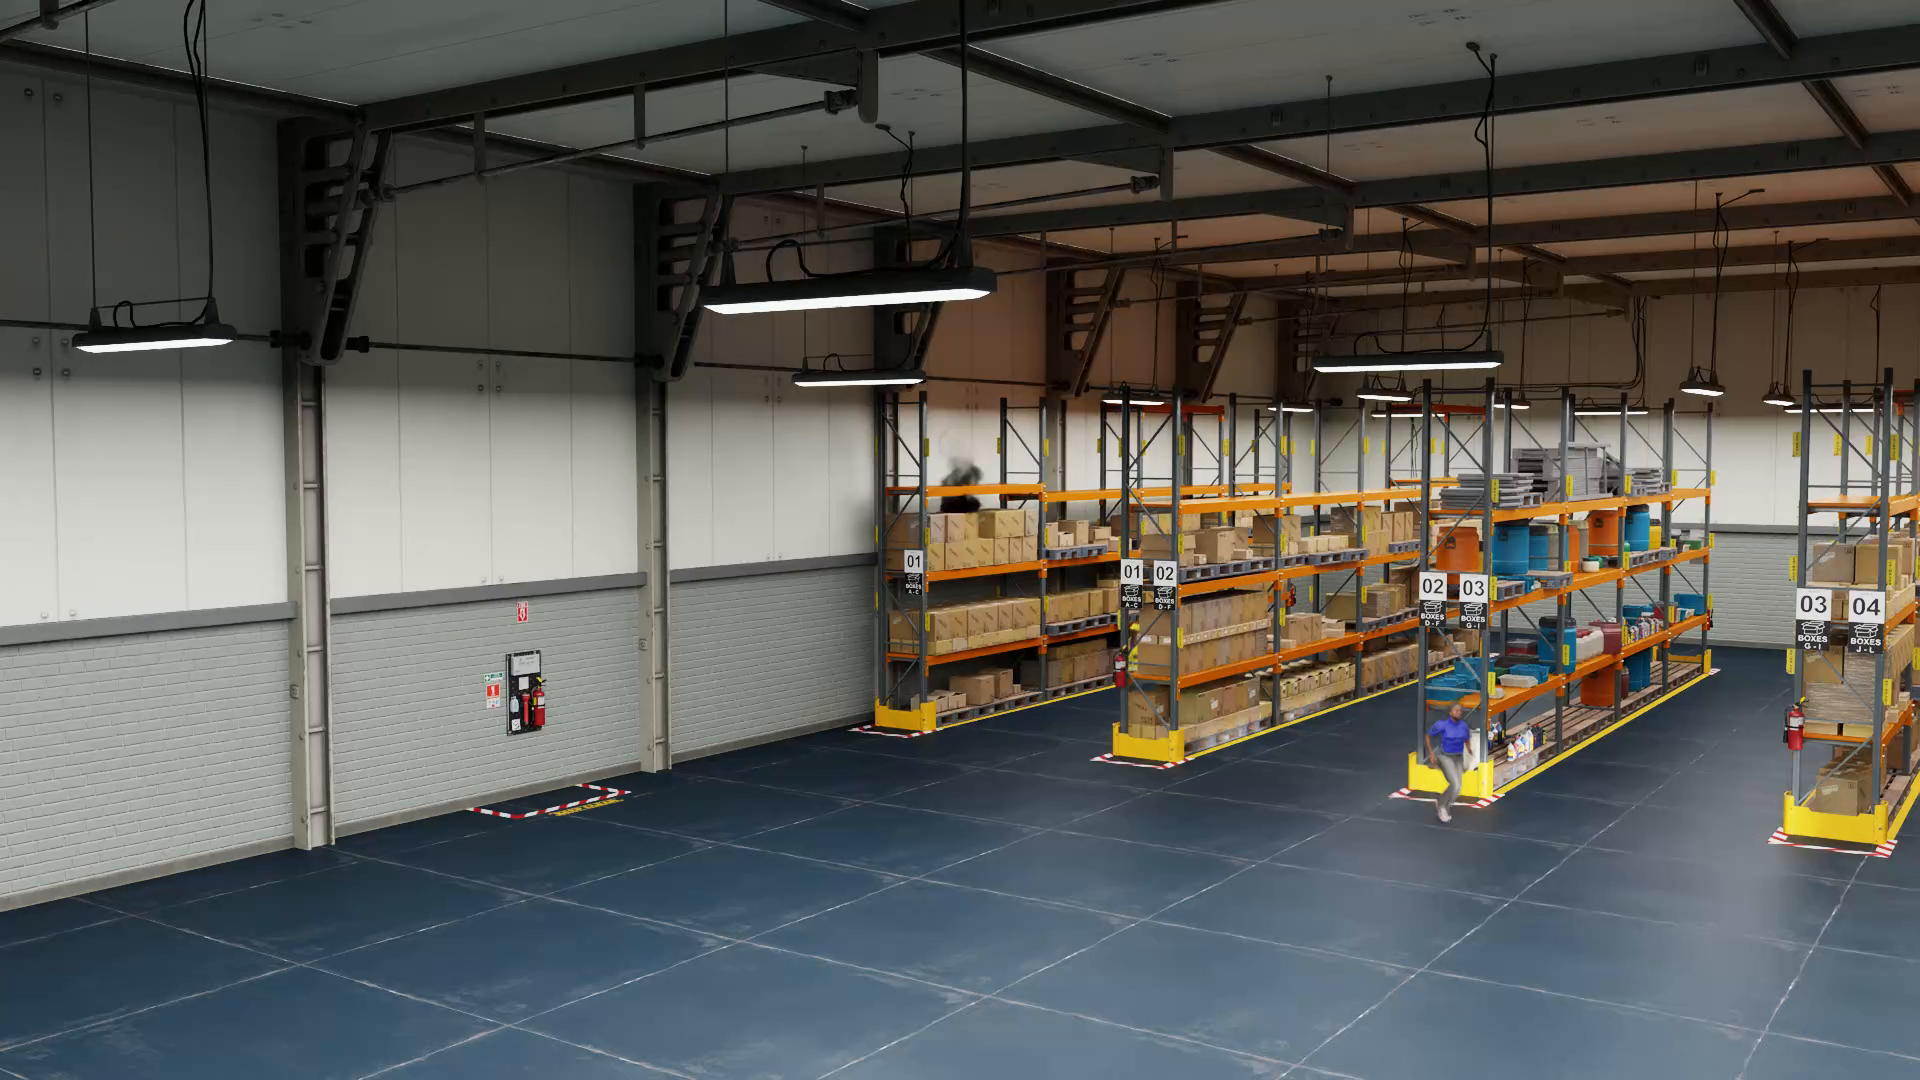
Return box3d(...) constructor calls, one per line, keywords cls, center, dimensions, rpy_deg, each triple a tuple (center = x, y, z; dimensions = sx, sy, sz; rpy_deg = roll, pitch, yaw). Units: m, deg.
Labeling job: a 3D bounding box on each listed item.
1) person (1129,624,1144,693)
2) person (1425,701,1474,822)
box3d(cls="person", center=(3.170, 2.420, 30.302), dimensions=(0.682, 1.803, 0.879), rpy_deg=(1, 3, 23))
box3d(cls="person", center=(6.543, 2.952, 22.089), dimensions=(0.546, 1.614, 0.722), rpy_deg=(-1, 3, -22))
